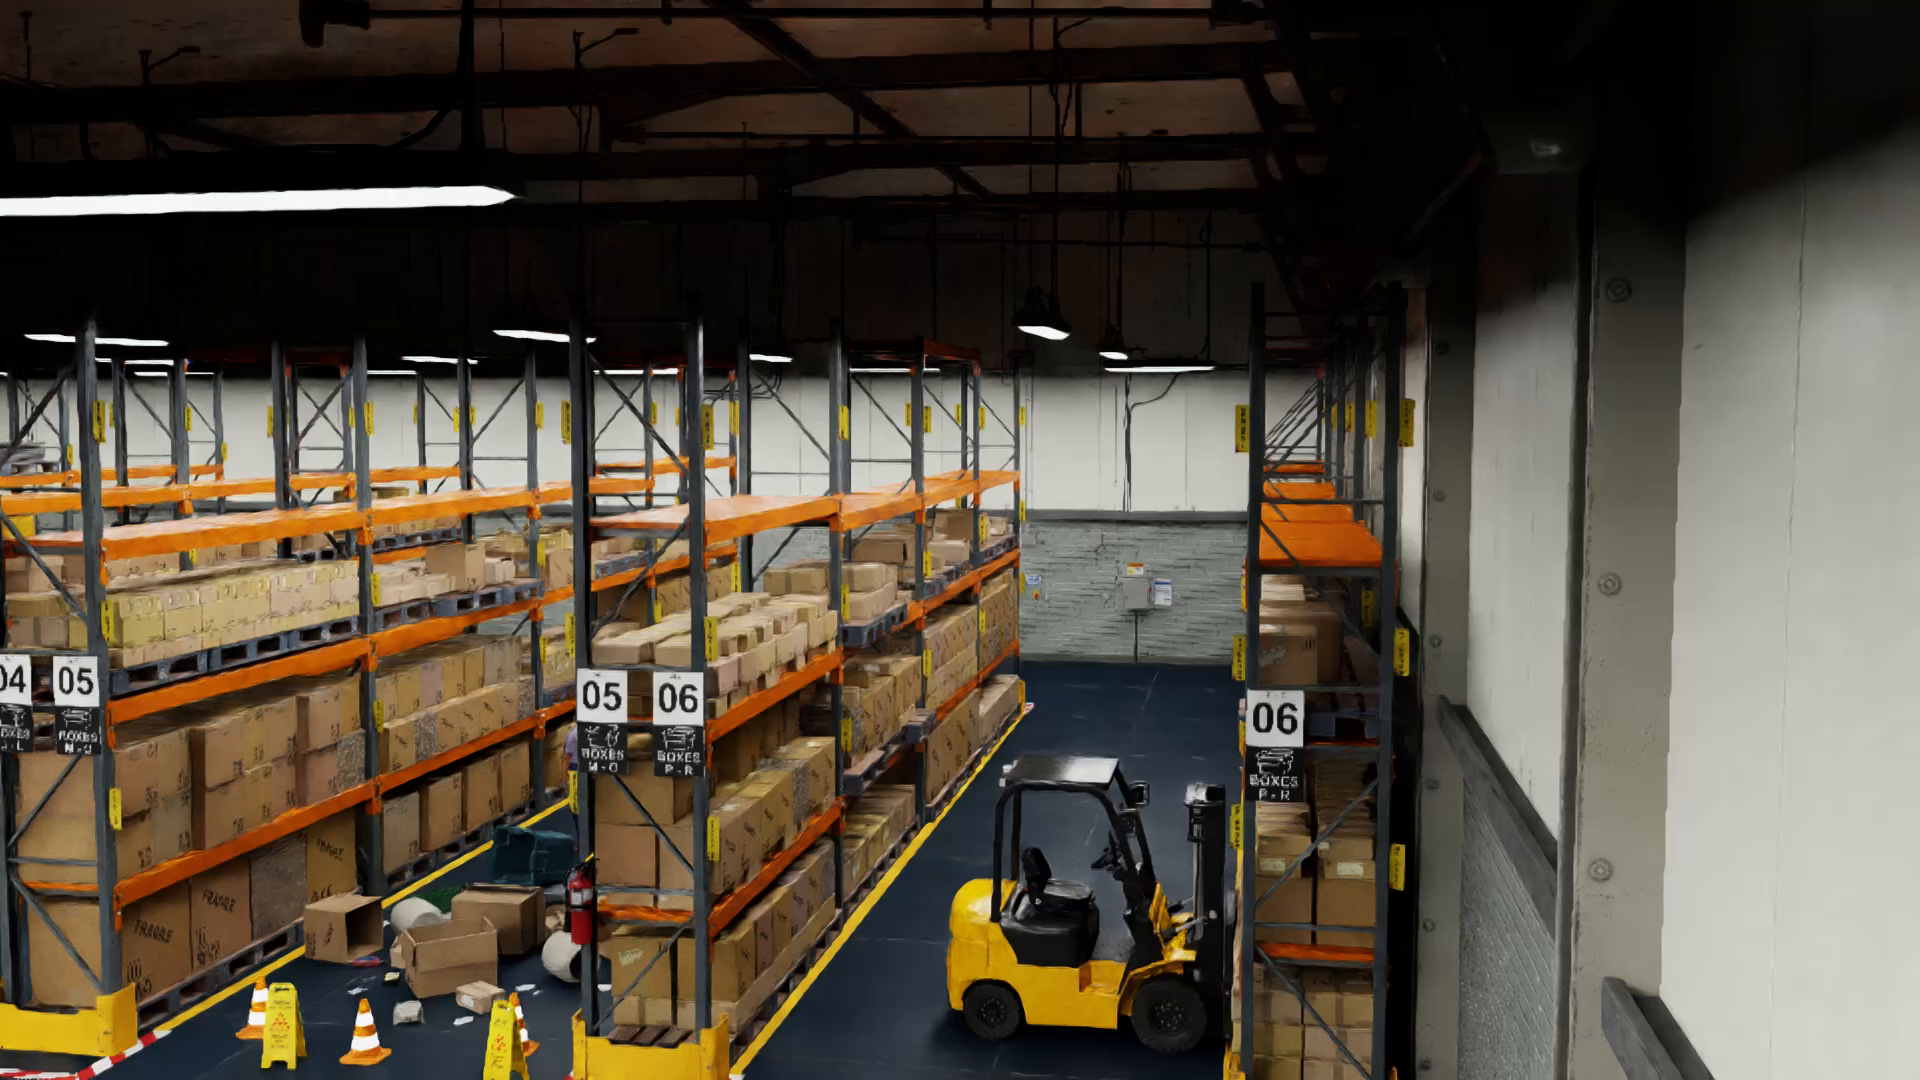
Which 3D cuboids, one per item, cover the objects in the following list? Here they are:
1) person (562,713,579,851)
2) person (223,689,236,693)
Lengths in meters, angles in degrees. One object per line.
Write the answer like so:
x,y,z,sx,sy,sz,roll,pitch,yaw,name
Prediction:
-4.430,2.771,19.501,0.554,1.632,0.599,4,6,43,person
-9.333,2.598,21.329,0.577,1.687,1.121,1,5,13,person
